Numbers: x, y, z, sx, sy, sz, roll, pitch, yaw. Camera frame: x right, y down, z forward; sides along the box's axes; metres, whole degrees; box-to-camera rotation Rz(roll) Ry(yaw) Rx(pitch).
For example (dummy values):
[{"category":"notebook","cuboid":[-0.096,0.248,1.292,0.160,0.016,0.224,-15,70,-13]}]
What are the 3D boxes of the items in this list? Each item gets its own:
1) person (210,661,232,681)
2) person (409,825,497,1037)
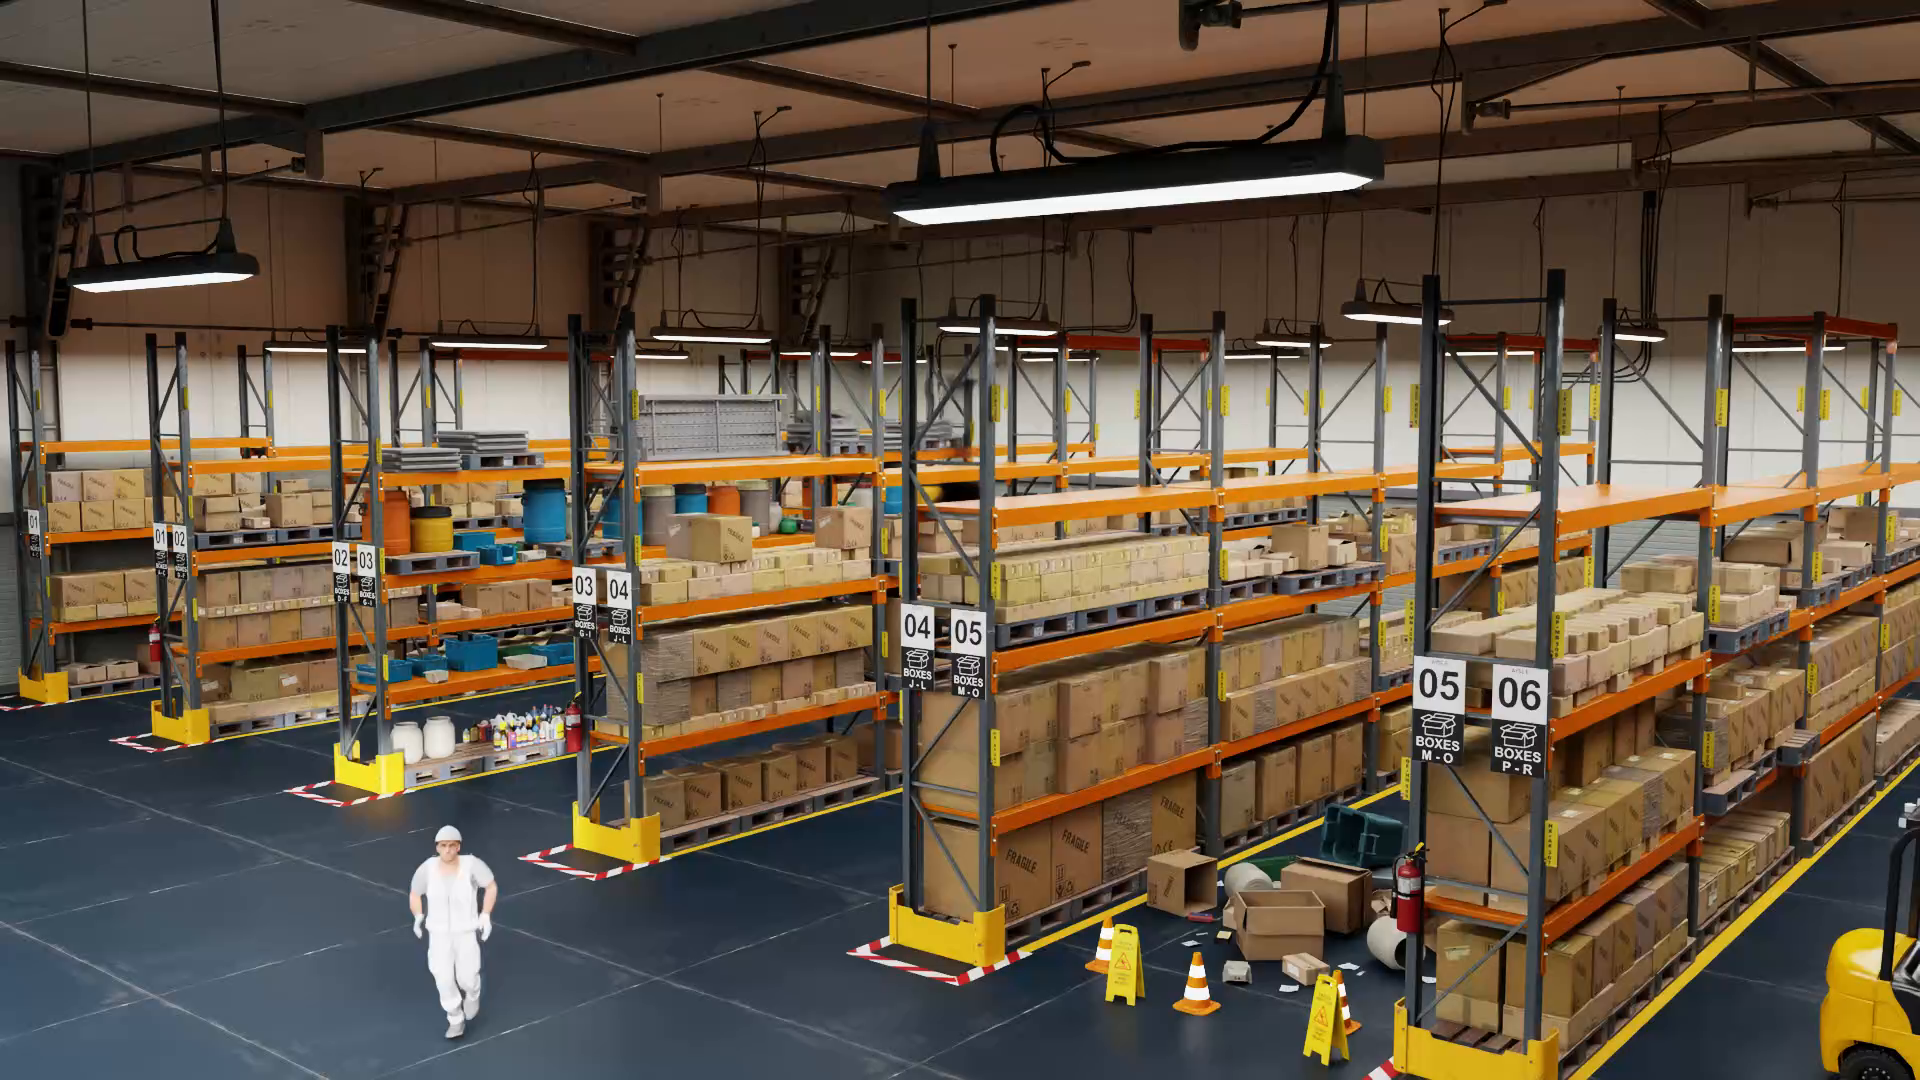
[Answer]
[{"category":"person","cuboid":[-12.100,1.964,27.381,0.546,1.548,0.859,3,6,31]},{"category":"person","cuboid":[-4.045,3.102,13.273,0.674,1.726,0.685,-1,5,-9]}]
